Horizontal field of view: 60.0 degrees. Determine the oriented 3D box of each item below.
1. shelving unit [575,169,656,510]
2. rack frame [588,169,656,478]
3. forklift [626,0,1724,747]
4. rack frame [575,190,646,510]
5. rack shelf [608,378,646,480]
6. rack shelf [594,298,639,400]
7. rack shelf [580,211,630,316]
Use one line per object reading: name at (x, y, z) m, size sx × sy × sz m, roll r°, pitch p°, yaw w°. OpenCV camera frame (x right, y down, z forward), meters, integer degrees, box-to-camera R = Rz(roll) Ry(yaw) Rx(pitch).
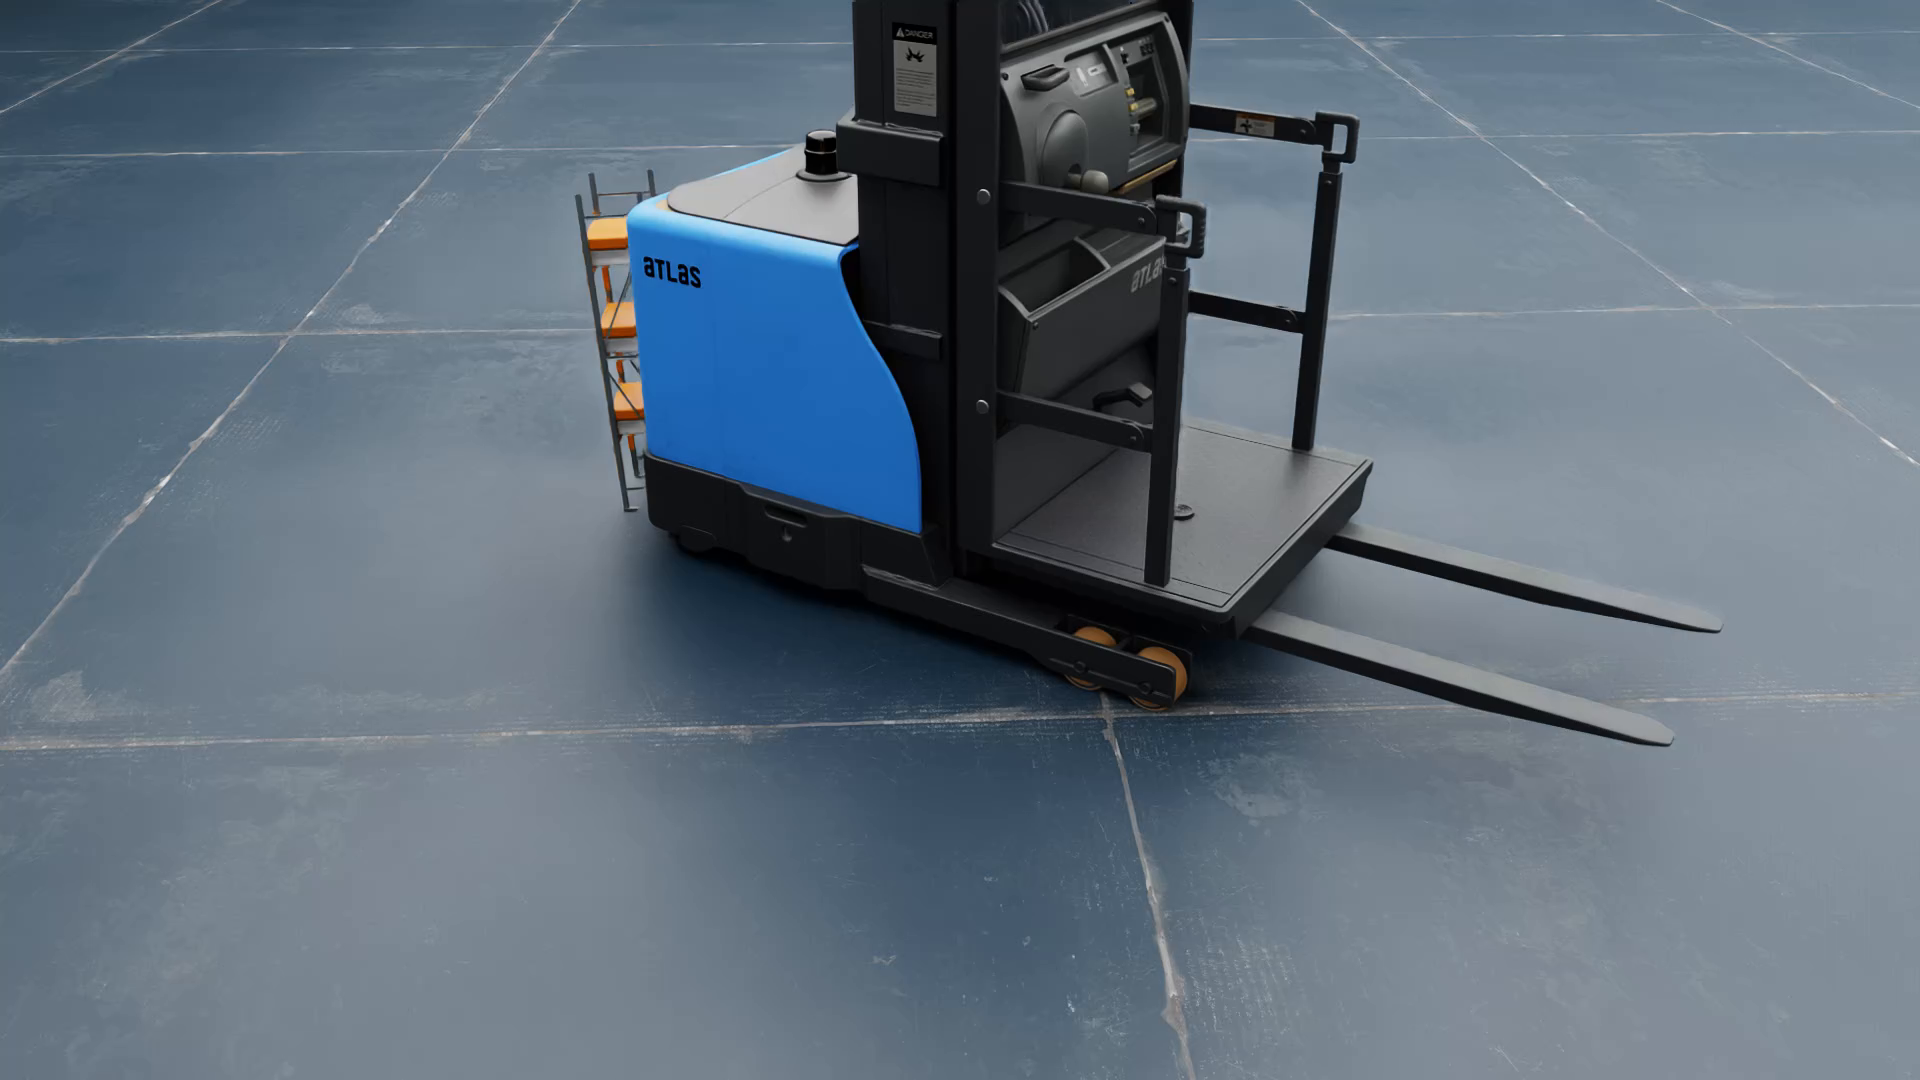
shelving unit at (-1.027, -0.626, 5.304) m, size 0.215 × 1.050 × 0.252 m, roll -3°, pitch 28°, yaw -1°
rack frame at (-1.031, -0.683, 5.413) m, size 0.200 × 1.050 × 0.008 m, roll -3°, pitch 28°, yaw -1°
forklift at (0.542, -1.129, 4.245) m, size 3.031 × 2.935 × 1.130 m, roll 16°, pitch 32°, yaw 28°
rack frame at (-1.022, -0.570, 5.196) m, size 0.200 × 1.050 × 0.008 m, roll -3°, pitch 28°, yaw -1°
rack shelf at (-1.013, -0.371, 5.438) m, size 0.215 × 0.259 × 0.240 m, roll -3°, pitch 28°, yaw -1°
rack shelf at (-1.026, -0.617, 5.309) m, size 0.215 × 0.259 × 0.240 m, roll -3°, pitch 28°, yaw -1°
rack shelf at (-1.040, -0.868, 5.178) m, size 0.215 × 0.259 × 0.240 m, roll -3°, pitch 28°, yaw -1°
